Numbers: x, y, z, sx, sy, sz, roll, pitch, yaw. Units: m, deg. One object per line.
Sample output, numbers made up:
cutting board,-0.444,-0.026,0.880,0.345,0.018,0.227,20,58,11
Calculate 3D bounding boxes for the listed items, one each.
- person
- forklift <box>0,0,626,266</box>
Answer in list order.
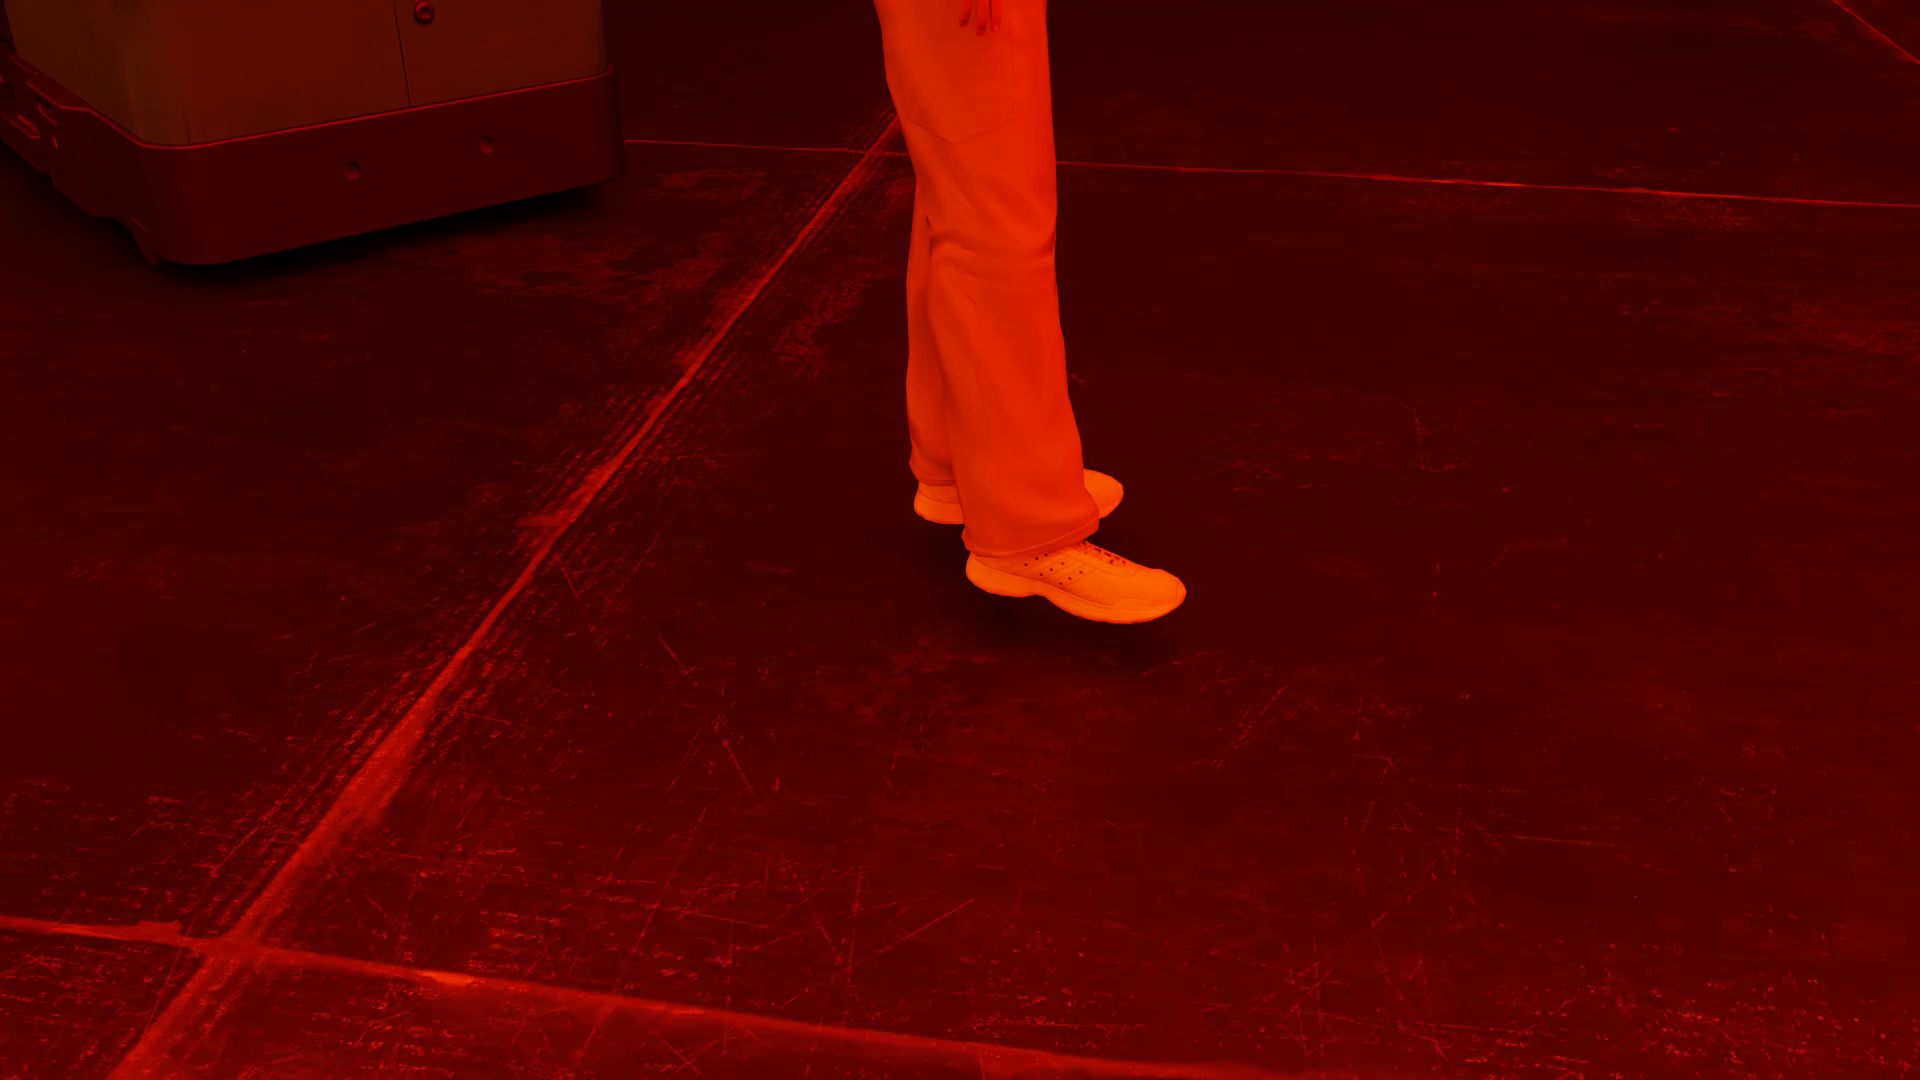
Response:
person,0.070,-0.745,2.056,0.548,1.636,0.548,5,29,9
forklift,-2.116,-2.478,3.947,1.130,2.935,3.031,-22,36,-34
